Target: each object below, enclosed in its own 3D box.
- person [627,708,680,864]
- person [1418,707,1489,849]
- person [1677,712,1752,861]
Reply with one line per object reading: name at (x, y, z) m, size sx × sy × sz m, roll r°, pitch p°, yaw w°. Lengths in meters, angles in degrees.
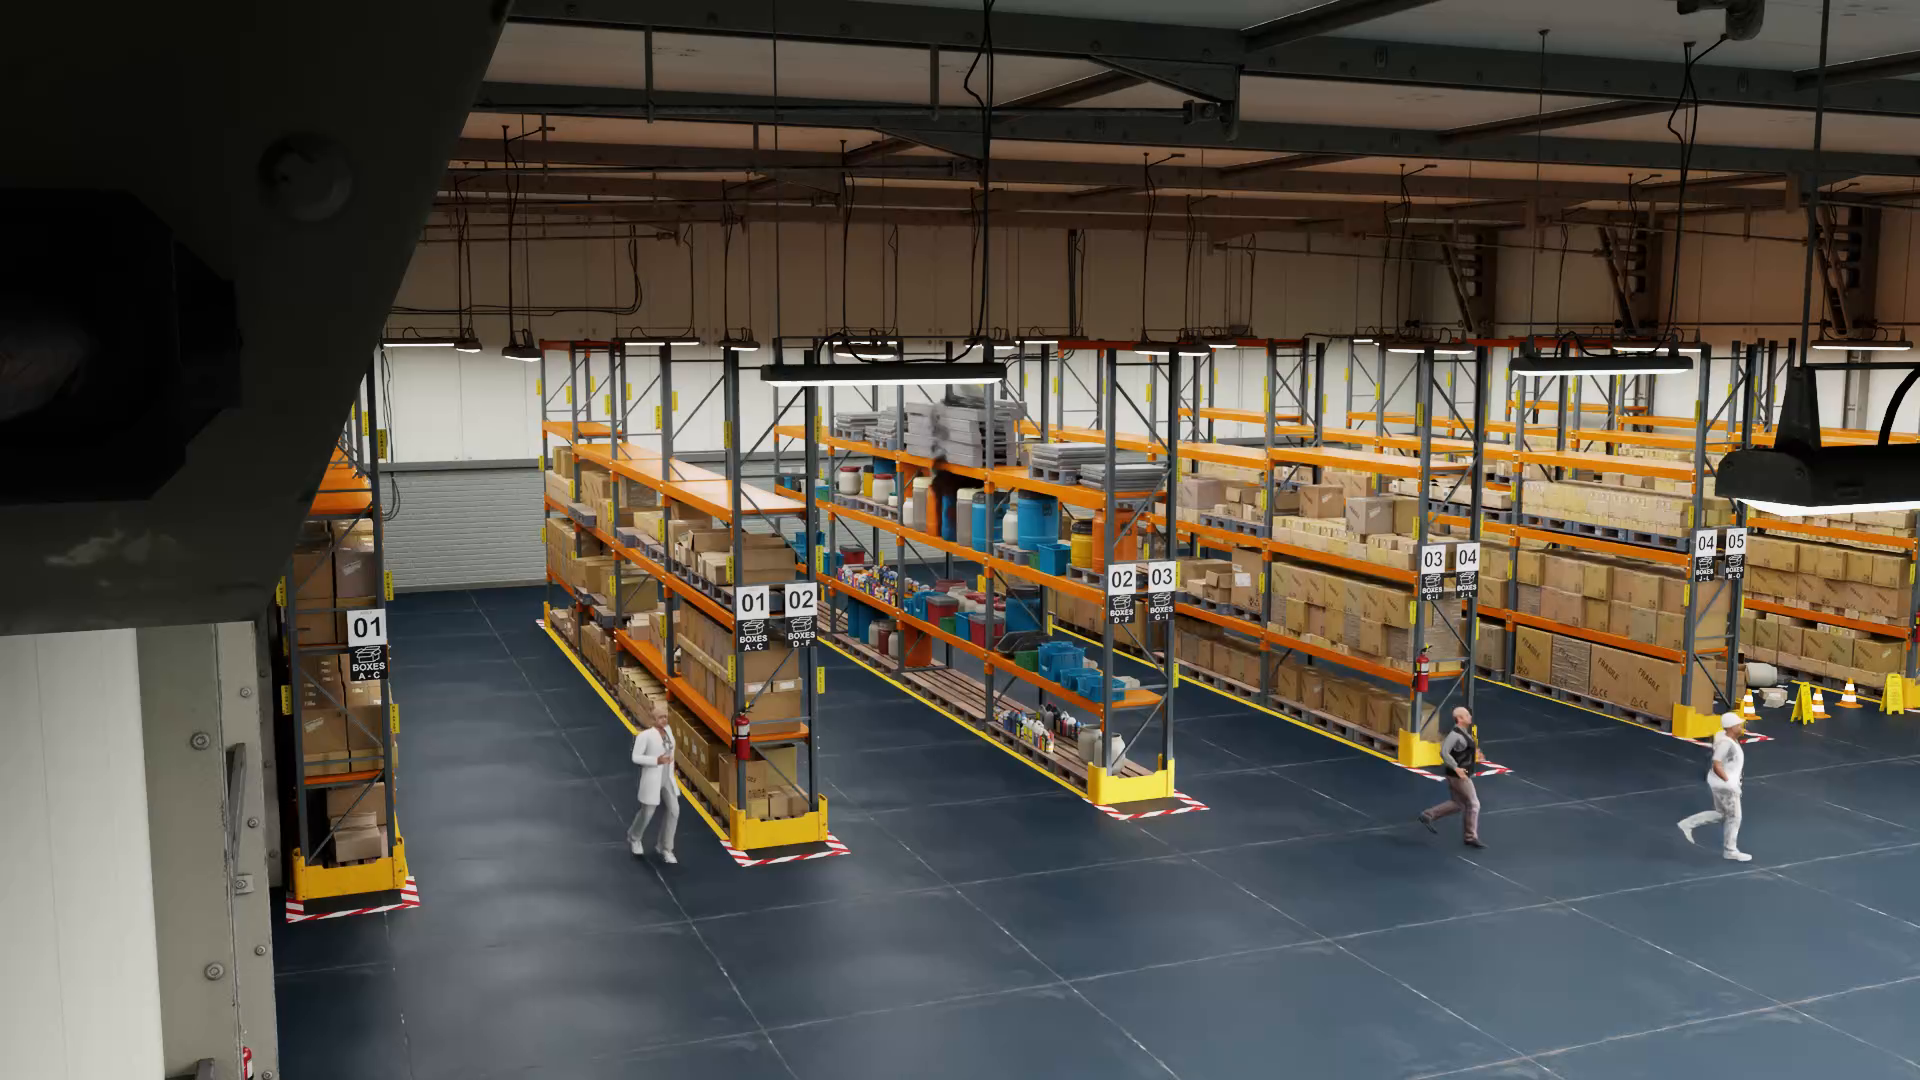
person at (-3.630, 2.902, 19.771) m, size 0.806 × 1.858 × 0.720 m, roll 6°, pitch 10°, yaw 41°
person at (6.028, 2.869, 20.224) m, size 0.843 × 1.728 × 0.654 m, roll 2°, pitch 8°, yaw 17°
person at (8.974, 2.898, 19.704) m, size 0.831 × 1.772 × 0.679 m, roll 2°, pitch 8°, yaw 18°
